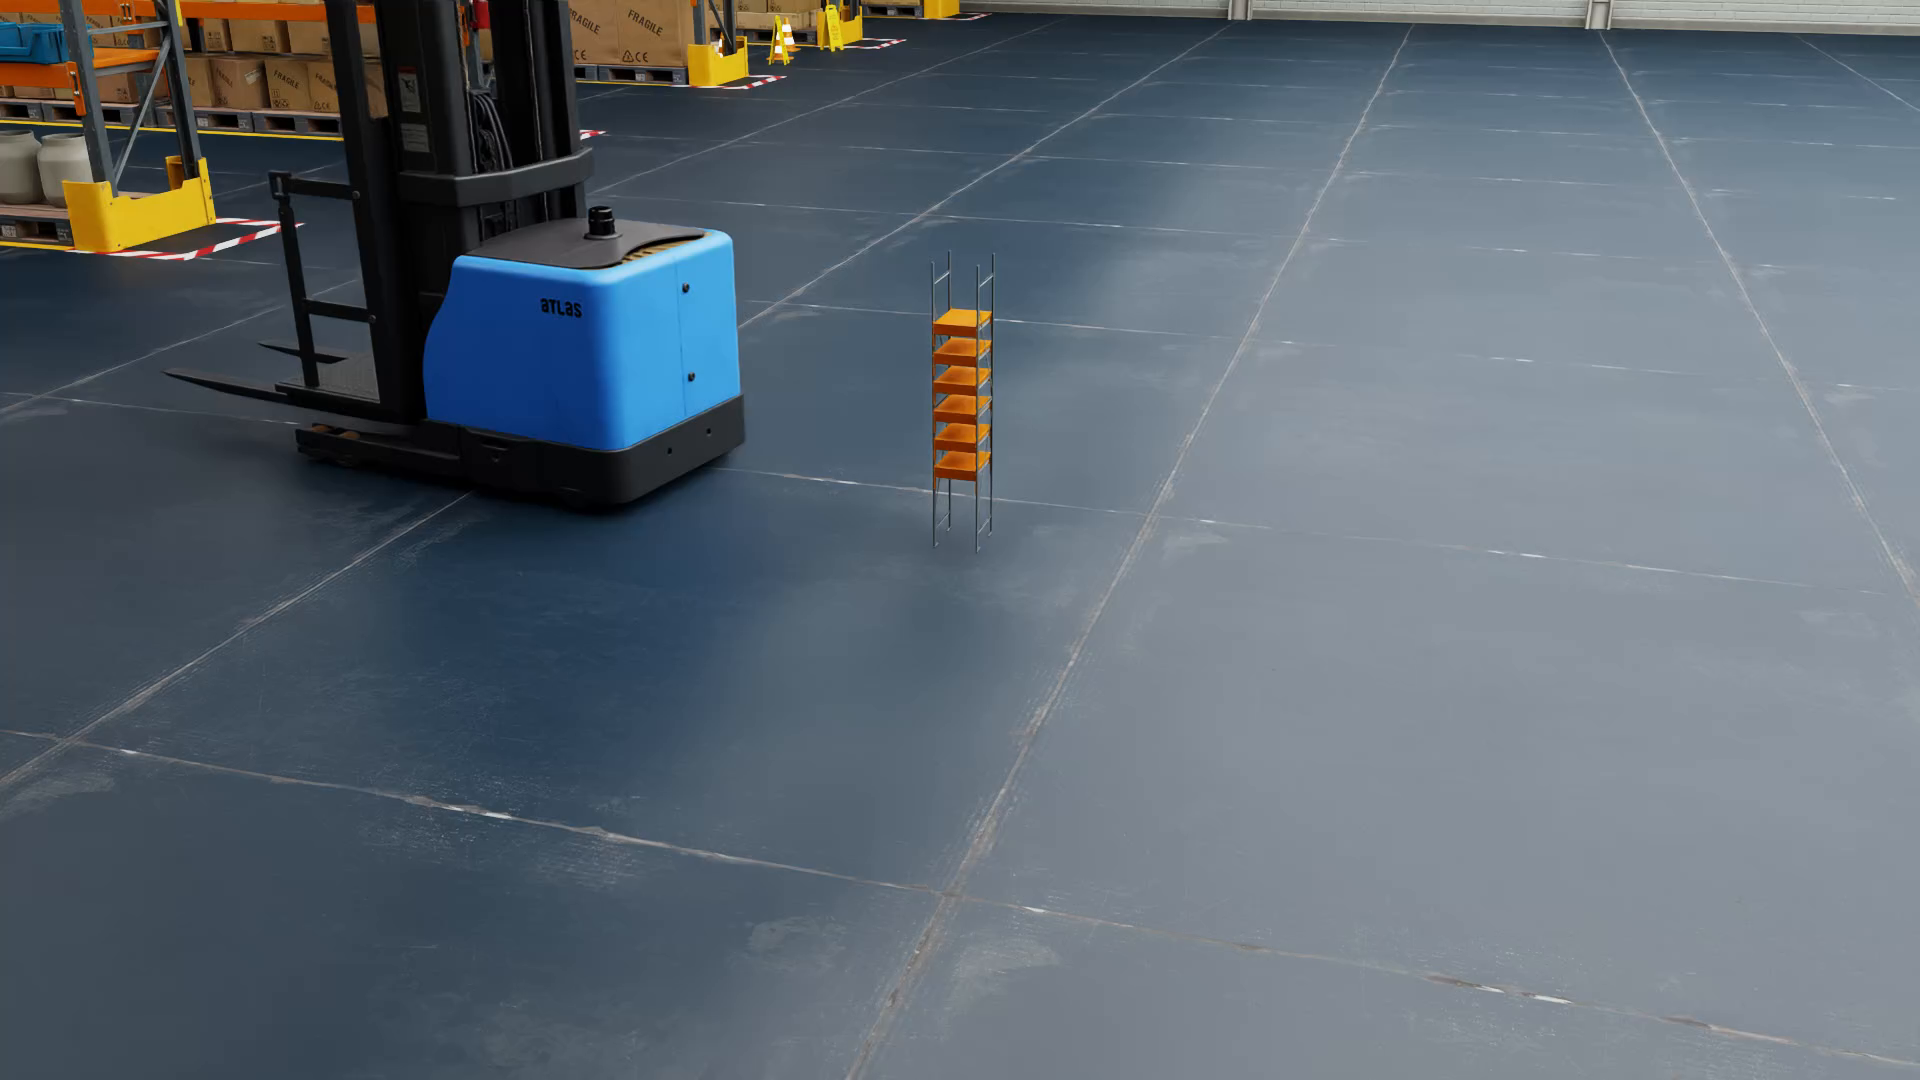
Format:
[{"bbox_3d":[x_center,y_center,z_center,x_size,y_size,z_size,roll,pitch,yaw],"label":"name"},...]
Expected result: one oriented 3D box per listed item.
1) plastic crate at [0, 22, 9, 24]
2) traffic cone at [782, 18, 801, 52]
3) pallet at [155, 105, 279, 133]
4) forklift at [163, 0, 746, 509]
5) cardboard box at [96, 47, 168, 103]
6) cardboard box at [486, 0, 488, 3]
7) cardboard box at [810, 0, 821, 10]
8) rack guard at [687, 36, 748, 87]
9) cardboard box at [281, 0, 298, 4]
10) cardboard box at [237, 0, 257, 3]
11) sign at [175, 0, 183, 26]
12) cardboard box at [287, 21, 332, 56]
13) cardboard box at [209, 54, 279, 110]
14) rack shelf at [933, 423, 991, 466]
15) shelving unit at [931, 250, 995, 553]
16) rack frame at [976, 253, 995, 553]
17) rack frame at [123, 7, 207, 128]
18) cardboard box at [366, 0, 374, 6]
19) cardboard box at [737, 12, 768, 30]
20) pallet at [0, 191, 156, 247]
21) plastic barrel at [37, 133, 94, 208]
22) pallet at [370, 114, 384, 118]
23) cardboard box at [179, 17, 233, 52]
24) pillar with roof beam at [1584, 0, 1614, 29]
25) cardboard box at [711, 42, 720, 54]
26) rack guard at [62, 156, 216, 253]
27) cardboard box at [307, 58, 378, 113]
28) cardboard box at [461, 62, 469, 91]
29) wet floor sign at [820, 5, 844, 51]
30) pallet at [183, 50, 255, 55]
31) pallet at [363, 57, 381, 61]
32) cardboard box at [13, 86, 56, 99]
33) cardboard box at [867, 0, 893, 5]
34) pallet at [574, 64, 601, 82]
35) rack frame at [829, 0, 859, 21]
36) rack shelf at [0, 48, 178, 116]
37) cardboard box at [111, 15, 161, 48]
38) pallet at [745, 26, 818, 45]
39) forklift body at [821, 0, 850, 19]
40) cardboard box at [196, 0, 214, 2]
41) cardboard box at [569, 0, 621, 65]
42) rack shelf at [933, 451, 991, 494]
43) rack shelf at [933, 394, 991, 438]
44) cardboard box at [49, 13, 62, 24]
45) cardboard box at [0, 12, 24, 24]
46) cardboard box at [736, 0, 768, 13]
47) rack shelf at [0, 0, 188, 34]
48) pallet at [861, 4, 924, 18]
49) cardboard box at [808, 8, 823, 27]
[{"bbox_3d":[-7.264,-3.661,12.161,0.408,0.251,0.499,7,23,16],"label":"plastic crate"},{"bbox_3d":[-2.569,-7.515,24.704,0.334,0.463,0.336,7,23,16],"label":"traffic cone"},{"bbox_3d":[-7.824,-4.597,17.923,1.213,0.211,1.003,7,23,16],"label":"pallet"},{"bbox_3d":[-2.577,-1.865,7.679,3.031,2.935,1.130,11,25,25],"label":"forklift"},{"bbox_3d":[-9.059,-5.070,18.116,0.500,0.500,0.700,5,23,11],"label":"cardboard box"},{"bbox_3d":[-4.851,-5.511,16.808,0.250,0.149,0.380,7,23,16],"label":"cardboard box"},{"bbox_3d":[-2.500,-8.570,26.017,0.500,0.500,0.500,6,23,14],"label":"cardboard box"},{"bbox_3d":[-3.095,-6.141,21.307,0.348,0.500,1.175,7,23,16],"label":"rack guard"},{"bbox_3d":[-6.666,-5.528,16.850,0.250,0.149,0.380,7,23,16],"label":"cardboard box"},{"bbox_3d":[-7.154,-5.571,16.953,0.250,0.149,0.380,7,23,16],"label":"cardboard box"},{"bbox_3d":[-5.915,-4.037,12.519,0.005,0.325,0.100,7,23,16],"label":"sign"},{"bbox_3d":[-8.490,-7.035,22.603,0.750,0.750,1.050,7,23,15],"label":"cardboard box"},{"bbox_3d":[-7.555,-4.867,17.648,0.500,0.500,0.500,15,27,32],"label":"cardboard box"},{"bbox_3d":[0.014,-0.401,6.825,0.180,0.103,0.258,7,23,15],"label":"rack shelf"},{"bbox_3d":[0.014,-0.554,6.762,0.189,1.200,0.258,7,23,15],"label":"shelving unit"},{"bbox_3d":[0.101,-0.544,6.738,0.006,1.200,0.240,7,23,15],"label":"rack frame"},{"bbox_3d":[-8.477,-5.948,17.542,0.127,3.000,1.000,7,23,16],"label":"rack frame"},{"bbox_3d":[-5.708,-5.419,16.583,0.250,0.149,0.380,7,23,16],"label":"cardboard box"},{"bbox_3d":[-3.130,-8.083,25.816,0.500,0.250,0.500,7,23,16],"label":"cardboard box"},{"bbox_3d":[-6.941,-2.502,12.815,1.213,0.211,1.003,7,23,16],"label":"pallet"},{"bbox_3d":[-6.730,-2.798,12.586,0.421,0.512,0.421,0,22,0],"label":"plastic barrel"},{"bbox_3d":[-5.488,-4.330,17.271,1.213,0.211,1.003,7,23,16],"label":"pallet"},{"bbox_3d":[-10.220,-7.232,23.082,0.750,0.750,1.050,6,23,15],"label":"cardboard box"},{"bbox_3d":[9.484,-11.214,22.474,0.400,9.000,9.100,7,23,16],"label":"pillar with roof beam"},{"bbox_3d":[-3.623,-7.201,24.352,0.380,0.149,0.250,-20,29,-39],"label":"cardboard box"},{"bbox_3d":[-6.164,-2.545,12.539,0.348,0.500,1.175,7,23,16],"label":"rack guard"},{"bbox_3d":[-6.417,-4.750,17.363,0.500,0.500,0.500,9,24,20],"label":"cardboard box"},{"bbox_3d":[-5.240,-4.622,17.049,0.500,0.500,0.500,11,25,25],"label":"cardboard box"},{"bbox_3d":[-1.912,-7.611,24.699,0.232,0.644,0.267,16,27,34],"label":"wet floor sign"},{"bbox_3d":[-10.044,-6.774,23.229,1.213,0.211,1.003,7,23,16],"label":"pallet"},{"bbox_3d":[-7.708,-6.506,22.577,1.213,0.211,1.003,7,23,16],"label":"pallet"},{"bbox_3d":[-10.045,-5.190,18.409,0.500,0.500,0.700,5,23,11],"label":"cardboard box"},{"bbox_3d":[-1.369,-9.831,30.077,0.500,0.250,0.500,7,23,15],"label":"cardboard box"},{"bbox_3d":[-5.070,-6.204,21.840,1.213,0.211,1.003,7,23,15],"label":"pallet"},{"bbox_3d":[-1.785,-9.110,25.250,0.127,3.000,1.000,7,23,16],"label":"rack frame"},{"bbox_3d":[-7.993,-3.596,12.757,4.000,0.370,1.077,7,23,16],"label":"rack shelf"},{"bbox_3d":[-11.483,-7.192,23.316,0.500,0.500,0.500,6,23,15],"label":"cardboard box"},{"bbox_3d":[-2.625,-7.930,26.048,1.213,0.211,1.003,7,23,16],"label":"pallet"},{"bbox_3d":[-2.697,-10.066,28.700,1.214,2.155,2.313,7,23,16],"label":"forklift body"},{"bbox_3d":[-7.633,-5.625,17.086,0.250,0.149,0.380,7,23,16],"label":"cardboard box"},{"bbox_3d":[-4.629,-6.658,21.518,0.875,0.875,0.875,6,23,15],"label":"cardboard box"},{"bbox_3d":[0.014,-0.290,6.870,0.180,0.103,0.258,7,23,15],"label":"rack shelf"},{"bbox_3d":[0.014,-0.512,6.779,0.180,0.103,0.258,7,23,15],"label":"rack shelf"},{"bbox_3d":[-12.489,-7.303,23.585,0.500,0.500,0.500,5,23,13],"label":"cardboard box"},{"bbox_3d":[-13.469,-7.419,23.868,0.500,0.500,0.500,8,24,18],"label":"cardboard box"},{"bbox_3d":[-3.128,-8.428,25.670,0.500,0.500,0.500,7,23,17],"label":"cardboard box"},{"bbox_3d":[-10.392,-5.834,18.213,4.000,0.370,1.077,7,23,16],"label":"rack shelf"},{"bbox_3d":[-1.099,-9.692,30.345,1.213,0.211,1.003,7,23,16],"label":"pallet"},{"bbox_3d":[-2.477,-8.221,26.153,0.500,0.250,0.500,6,23,15],"label":"cardboard box"}]
